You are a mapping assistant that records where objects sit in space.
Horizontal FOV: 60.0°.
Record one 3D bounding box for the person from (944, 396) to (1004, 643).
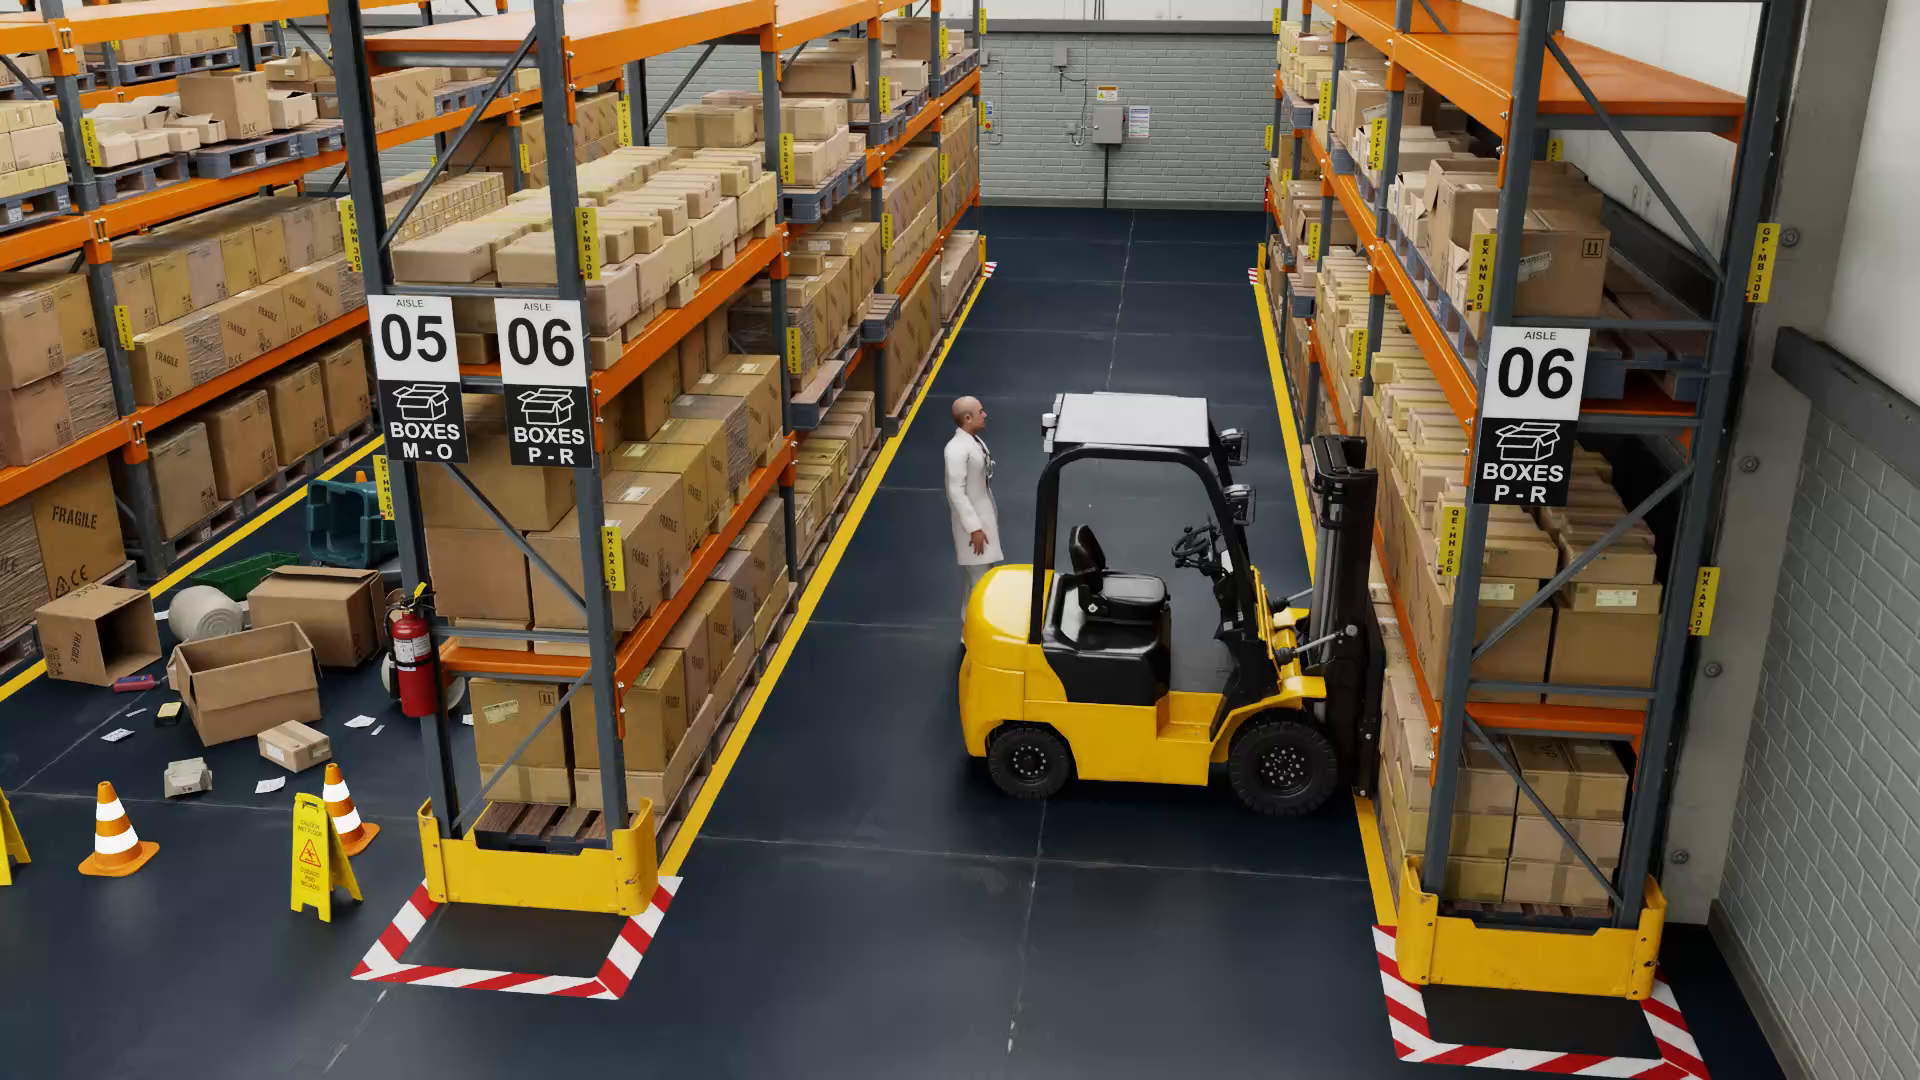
[{"bbox_3d":[0.195,-0.103,11.347,0.581,1.777,0.697,2,21,6],"label":"person"}]
